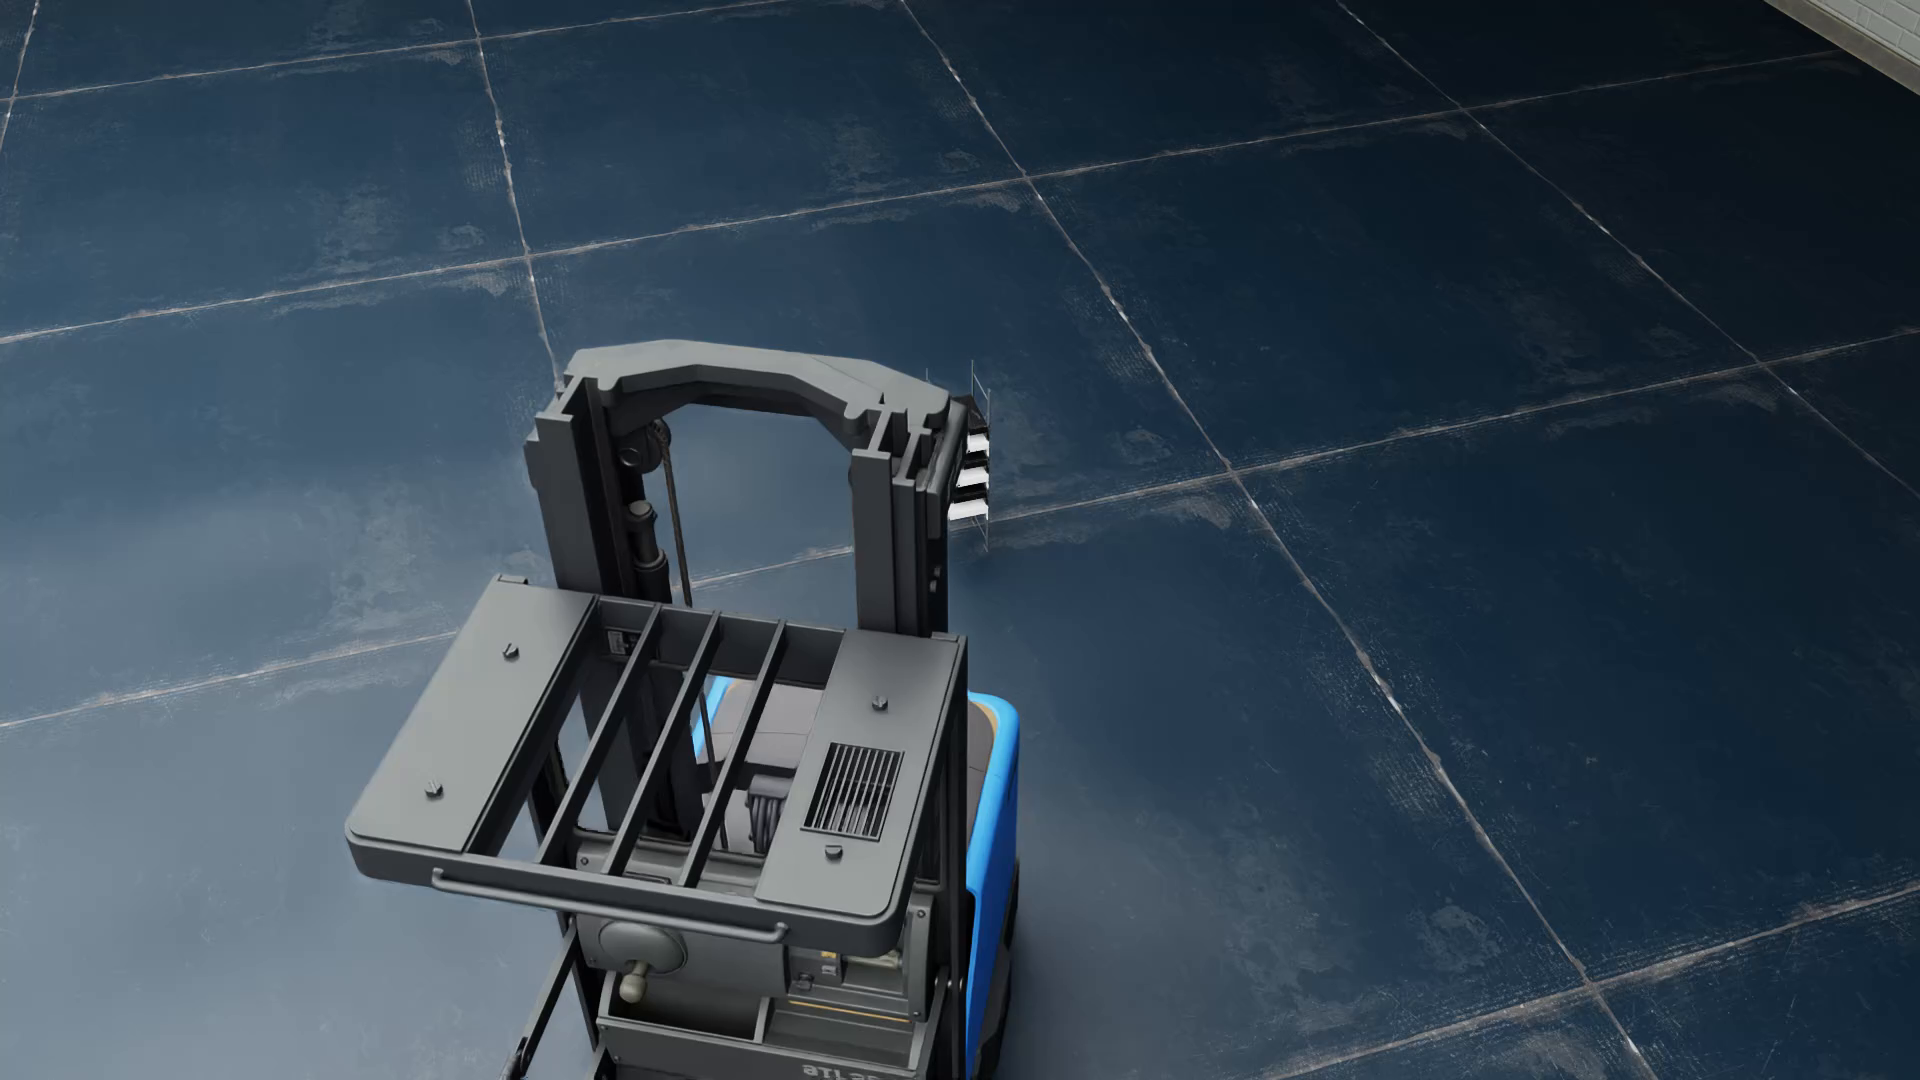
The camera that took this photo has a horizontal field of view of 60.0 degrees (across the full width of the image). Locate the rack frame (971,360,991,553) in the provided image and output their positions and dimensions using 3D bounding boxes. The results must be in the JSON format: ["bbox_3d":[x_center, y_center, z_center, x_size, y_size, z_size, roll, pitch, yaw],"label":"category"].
[{"bbox_3d":[0.089,-0.357,7.325,0.006,0.900,0.240,-12,42,-13],"label":"rack frame"}]

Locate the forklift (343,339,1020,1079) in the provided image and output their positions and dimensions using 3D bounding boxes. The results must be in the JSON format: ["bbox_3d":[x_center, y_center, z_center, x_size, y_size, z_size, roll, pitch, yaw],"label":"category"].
[{"bbox_3d":[-0.572,1.110,4.101,1.130,2.935,3.031,7,42,8],"label":"forklift"}]

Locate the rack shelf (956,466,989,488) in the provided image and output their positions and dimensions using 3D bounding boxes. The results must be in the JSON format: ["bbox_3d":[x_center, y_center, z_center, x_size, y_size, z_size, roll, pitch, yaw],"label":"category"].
[{"bbox_3d":[-0.008,-0.312,7.324,0.200,0.077,0.258,-12,42,-13],"label":"rack shelf"}]

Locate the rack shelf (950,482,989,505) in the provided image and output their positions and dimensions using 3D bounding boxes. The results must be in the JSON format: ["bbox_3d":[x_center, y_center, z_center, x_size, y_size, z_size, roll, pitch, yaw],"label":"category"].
[{"bbox_3d":[-0.008,-0.244,7.383,0.200,0.077,0.258,-12,42,-13],"label":"rack shelf"}]

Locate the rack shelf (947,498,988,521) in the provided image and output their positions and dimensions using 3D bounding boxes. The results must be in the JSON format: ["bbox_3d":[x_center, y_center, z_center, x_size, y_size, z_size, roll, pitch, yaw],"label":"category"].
[{"bbox_3d":[-0.008,-0.177,7.442,0.200,0.077,0.258,-12,42,-13],"label":"rack shelf"}]

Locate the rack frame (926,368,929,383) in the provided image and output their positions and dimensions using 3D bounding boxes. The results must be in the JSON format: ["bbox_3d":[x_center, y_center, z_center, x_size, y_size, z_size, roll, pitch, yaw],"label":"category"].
[{"bbox_3d":[-0.105,-0.317,7.279,0.006,0.900,0.240,-12,42,-13],"label":"rack frame"}]

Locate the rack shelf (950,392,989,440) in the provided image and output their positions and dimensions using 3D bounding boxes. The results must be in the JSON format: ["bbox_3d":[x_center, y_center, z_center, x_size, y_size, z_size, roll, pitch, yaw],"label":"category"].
[{"bbox_3d":[-0.008,-0.516,7.146,0.200,0.077,0.258,-12,42,-13],"label":"rack shelf"}]

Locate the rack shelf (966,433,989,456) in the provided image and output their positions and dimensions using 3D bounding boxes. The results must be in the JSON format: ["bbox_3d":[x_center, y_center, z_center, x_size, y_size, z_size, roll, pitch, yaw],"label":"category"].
[{"bbox_3d":[-0.008,-0.448,7.205,0.200,0.077,0.258,-12,42,-13],"label":"rack shelf"}]

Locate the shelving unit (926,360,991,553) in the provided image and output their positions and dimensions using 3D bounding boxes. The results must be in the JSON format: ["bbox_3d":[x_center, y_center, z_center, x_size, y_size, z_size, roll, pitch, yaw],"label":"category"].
[{"bbox_3d":[-0.008,-0.337,7.302,0.210,0.900,0.258,-12,42,-13],"label":"shelving unit"}]

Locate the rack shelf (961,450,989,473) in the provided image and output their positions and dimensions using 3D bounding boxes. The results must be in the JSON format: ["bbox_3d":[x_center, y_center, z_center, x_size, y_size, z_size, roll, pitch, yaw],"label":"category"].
[{"bbox_3d":[-0.008,-0.380,7.264,0.200,0.077,0.258,-12,42,-13],"label":"rack shelf"}]
